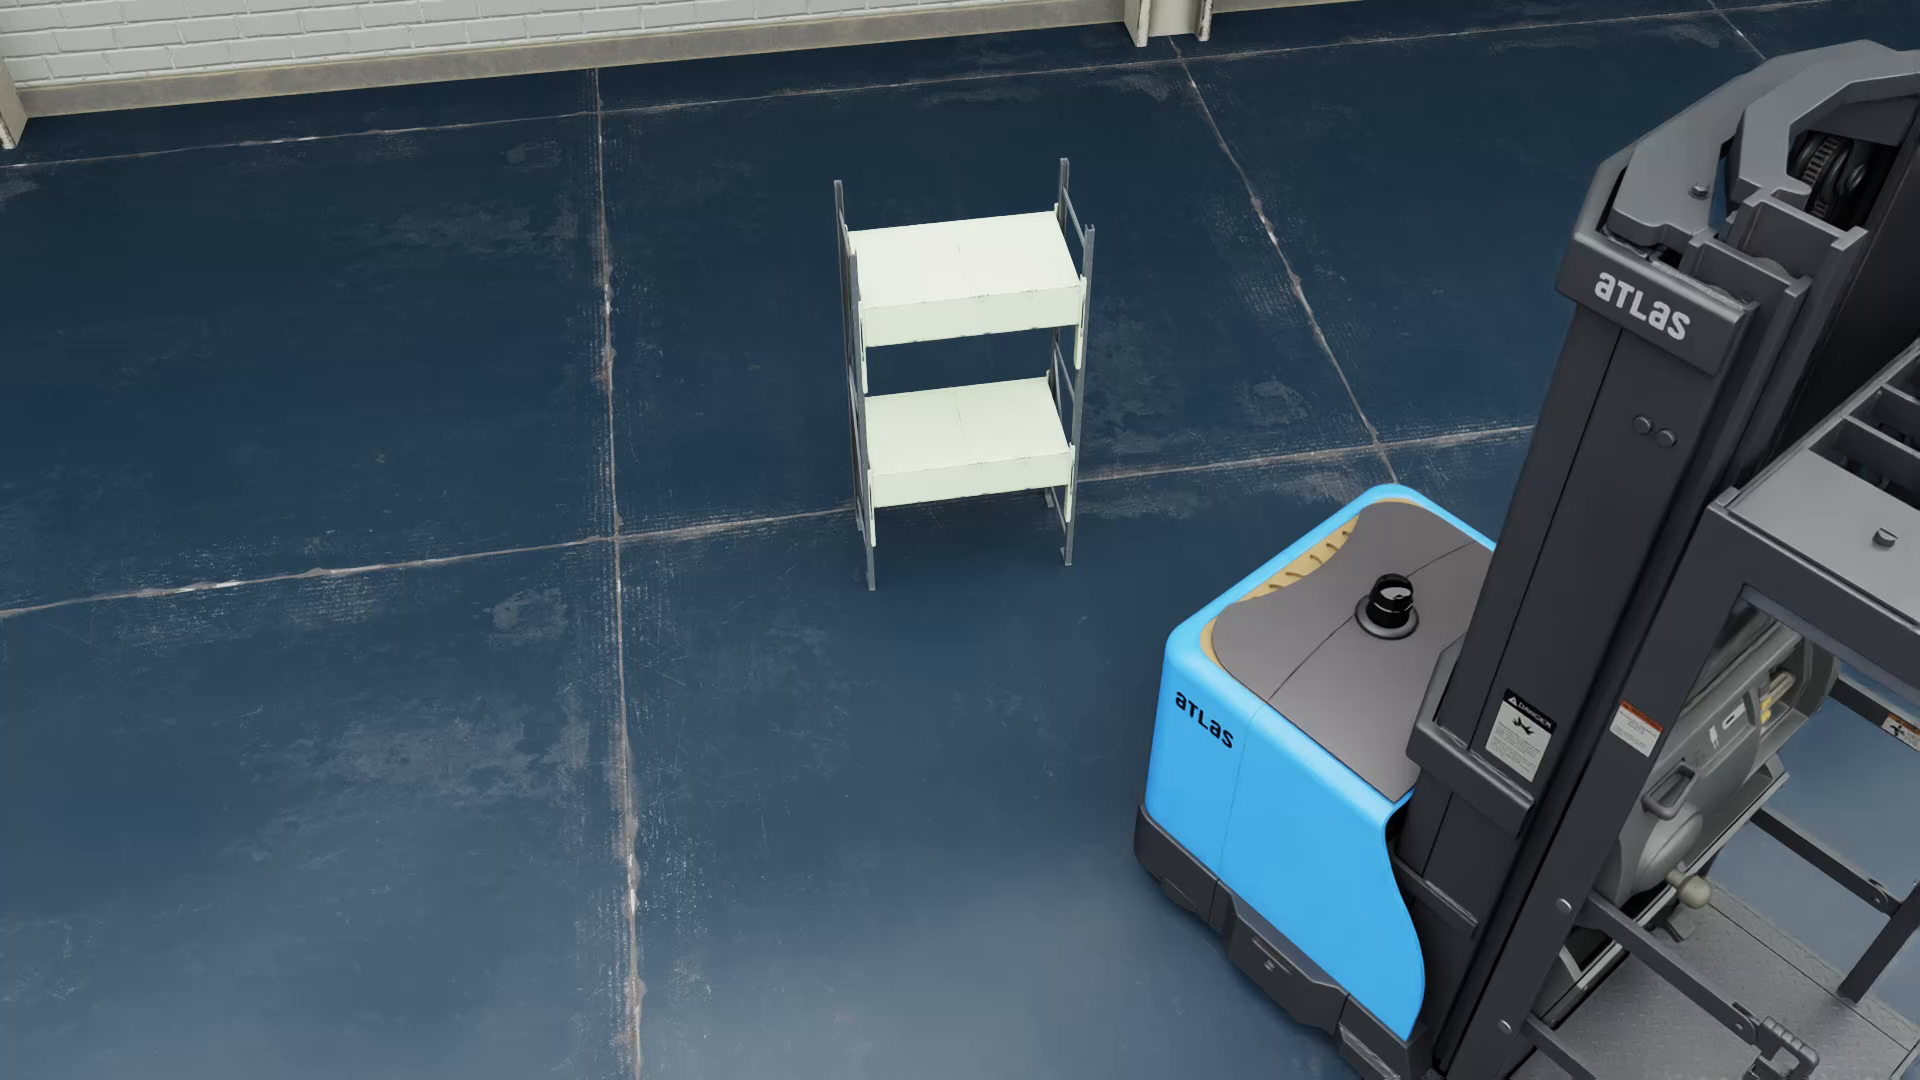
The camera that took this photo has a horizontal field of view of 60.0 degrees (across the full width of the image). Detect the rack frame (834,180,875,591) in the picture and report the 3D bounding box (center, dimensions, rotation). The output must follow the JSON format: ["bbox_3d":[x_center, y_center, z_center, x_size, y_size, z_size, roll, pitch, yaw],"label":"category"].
[{"bbox_3d":[-0.354,-0.476,5.667,0.023,1.500,0.400,-7,46,-7],"label":"rack frame"}]

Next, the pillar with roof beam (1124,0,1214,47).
[{"bbox_3d":[1.832,-2.796,2.695,0.400,9.000,9.100,-7,46,-7],"label":"pillar with roof beam"}]

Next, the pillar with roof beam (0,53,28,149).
[{"bbox_3d":[-4.081,-2.060,1.986,0.400,9.000,9.100,-7,46,-7],"label":"pillar with roof beam"}]

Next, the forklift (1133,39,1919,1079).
[{"bbox_3d":[1.891,0.564,3.671,1.130,2.935,3.031,-32,54,-27],"label":"forklift"}]

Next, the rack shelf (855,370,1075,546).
[{"bbox_3d":[0.007,-0.295,5.945,0.720,0.370,0.431,-7,46,-7],"label":"rack shelf"}]

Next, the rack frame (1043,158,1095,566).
[{"bbox_3d":[0.367,-0.566,5.754,0.023,1.500,0.400,-7,46,-7],"label":"rack frame"}]

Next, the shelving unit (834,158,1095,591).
[{"bbox_3d":[0.007,-0.521,5.711,0.755,1.500,0.431,-7,46,-7],"label":"shelving unit"}]

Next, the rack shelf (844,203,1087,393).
[{"bbox_3d":[0.007,-0.792,5.430,0.720,0.370,0.431,-7,46,-7],"label":"rack shelf"}]
